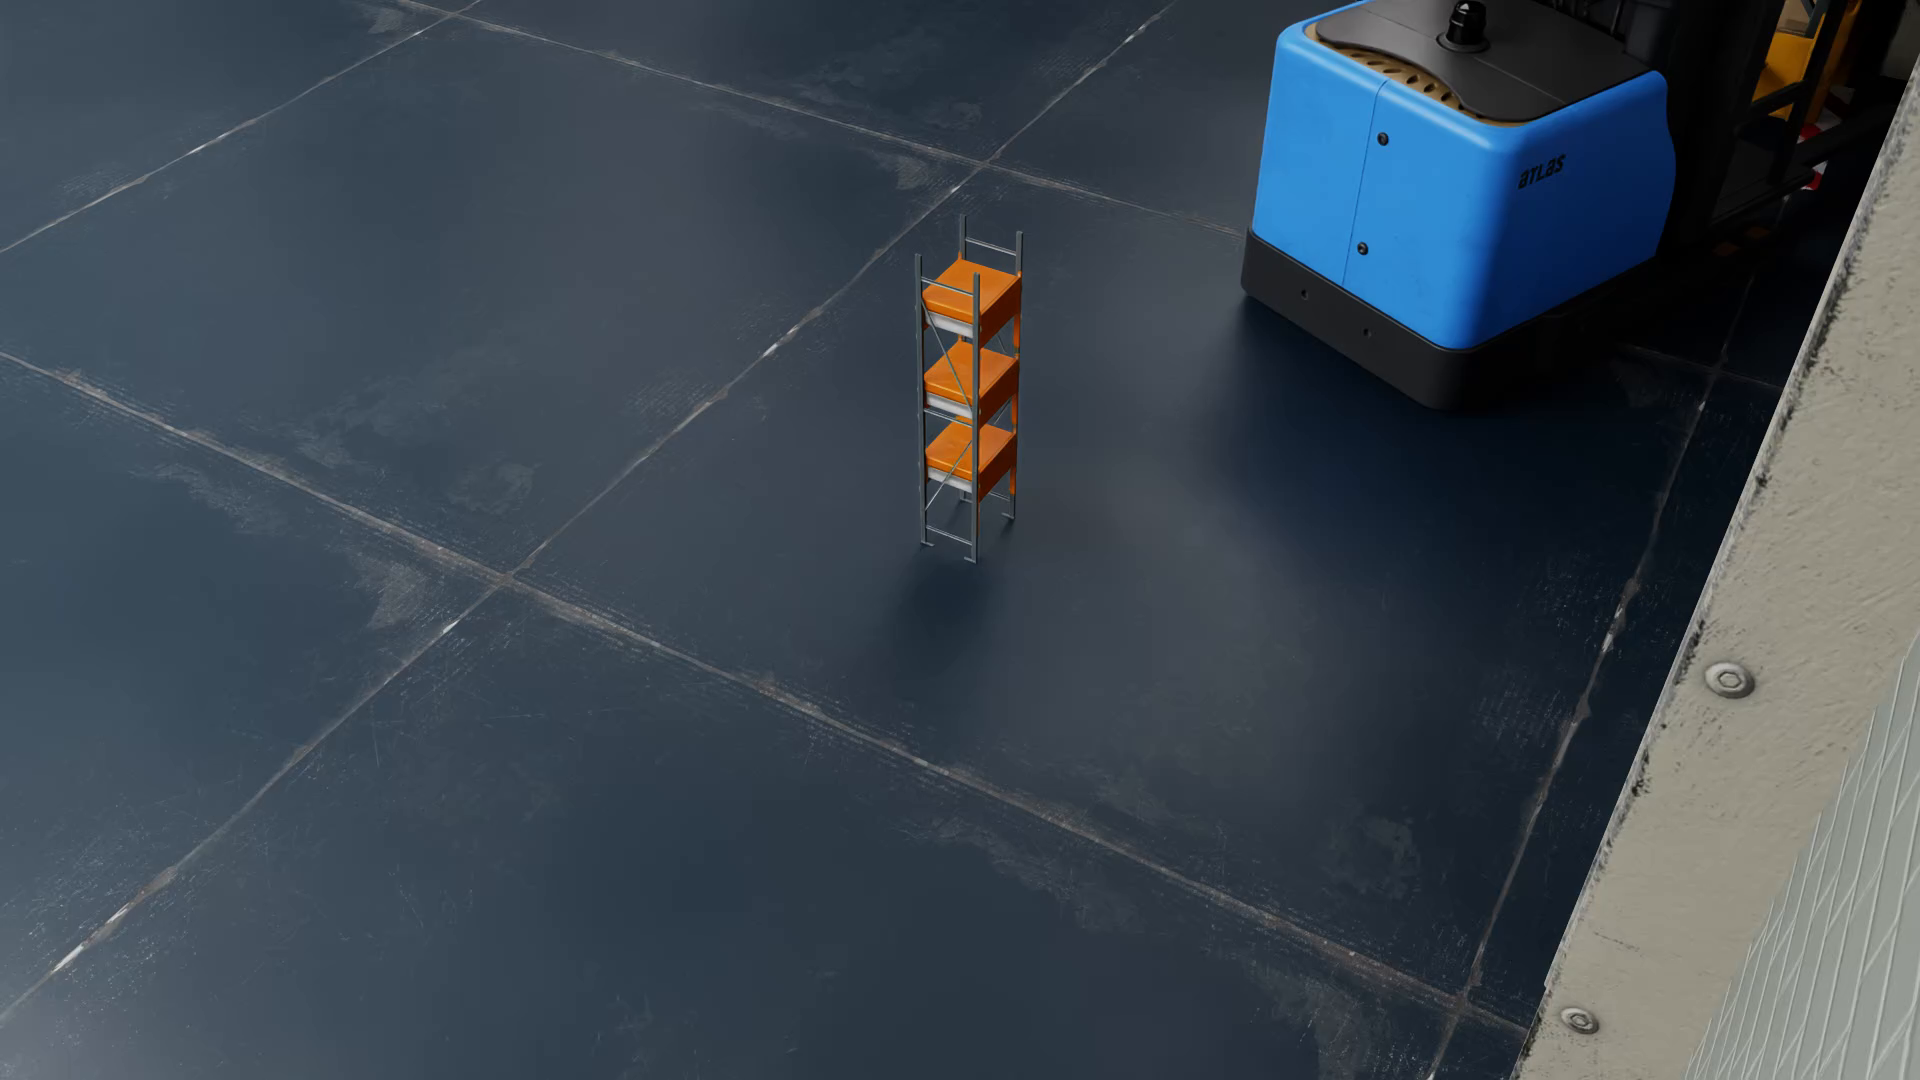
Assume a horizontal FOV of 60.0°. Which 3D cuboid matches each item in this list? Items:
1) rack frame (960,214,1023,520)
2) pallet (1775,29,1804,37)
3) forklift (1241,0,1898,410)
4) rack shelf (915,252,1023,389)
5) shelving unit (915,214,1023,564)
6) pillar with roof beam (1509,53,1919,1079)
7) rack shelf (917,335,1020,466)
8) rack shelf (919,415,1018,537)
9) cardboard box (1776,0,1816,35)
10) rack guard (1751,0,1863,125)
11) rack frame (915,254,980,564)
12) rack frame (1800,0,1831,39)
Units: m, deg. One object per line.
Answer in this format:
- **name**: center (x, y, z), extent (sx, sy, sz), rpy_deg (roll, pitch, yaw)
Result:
- **rack frame**: center (0.088, -0.494, 5.017), extent (0.200, 1.050, 0.008), rpy_deg (21, 45, 22)
- **pallet**: center (3.694, -2.651, 8.101), extent (1.003, 0.211, 1.213), rpy_deg (21, 45, 22)
- **forklift**: center (2.541, -2.327, 5.674), extent (3.031, 2.935, 1.130), rpy_deg (-26, 47, -26)
- **rack shelf**: center (0.027, -0.630, 4.757), extent (0.215, 0.259, 0.240), rpy_deg (21, 45, 22)
- **shelving unit**: center (0.027, -0.425, 4.938), extent (0.215, 1.050, 0.252), rpy_deg (21, 45, 22)
- **pillar with roof beam**: center (-2.253, -3.588, 2.516), extent (9.100, 9.000, 0.400), rpy_deg (21, 45, 22)
- **rack shelf**: center (0.027, -0.417, 4.945), extent (0.215, 0.259, 0.240), rpy_deg (21, 45, 22)
- **rack shelf**: center (0.027, -0.208, 5.128), extent (0.215, 0.259, 0.240), rpy_deg (21, 45, 22)
- **cardboard box**: center (3.763, -2.588, 7.682), extent (0.500, 0.250, 0.500), rpy_deg (21, 46, 22)
- **rack guard**: center (3.336, -2.294, 7.477), extent (1.175, 0.500, 0.348), rpy_deg (21, 45, 22)
- **rack frame**: center (-0.034, -0.355, 4.859), extent (0.200, 1.050, 0.008), rpy_deg (21, 45, 22)
- **rack frame**: center (3.348, -3.246, 6.666), extent (1.000, 3.000, 0.127), rpy_deg (21, 45, 22)
